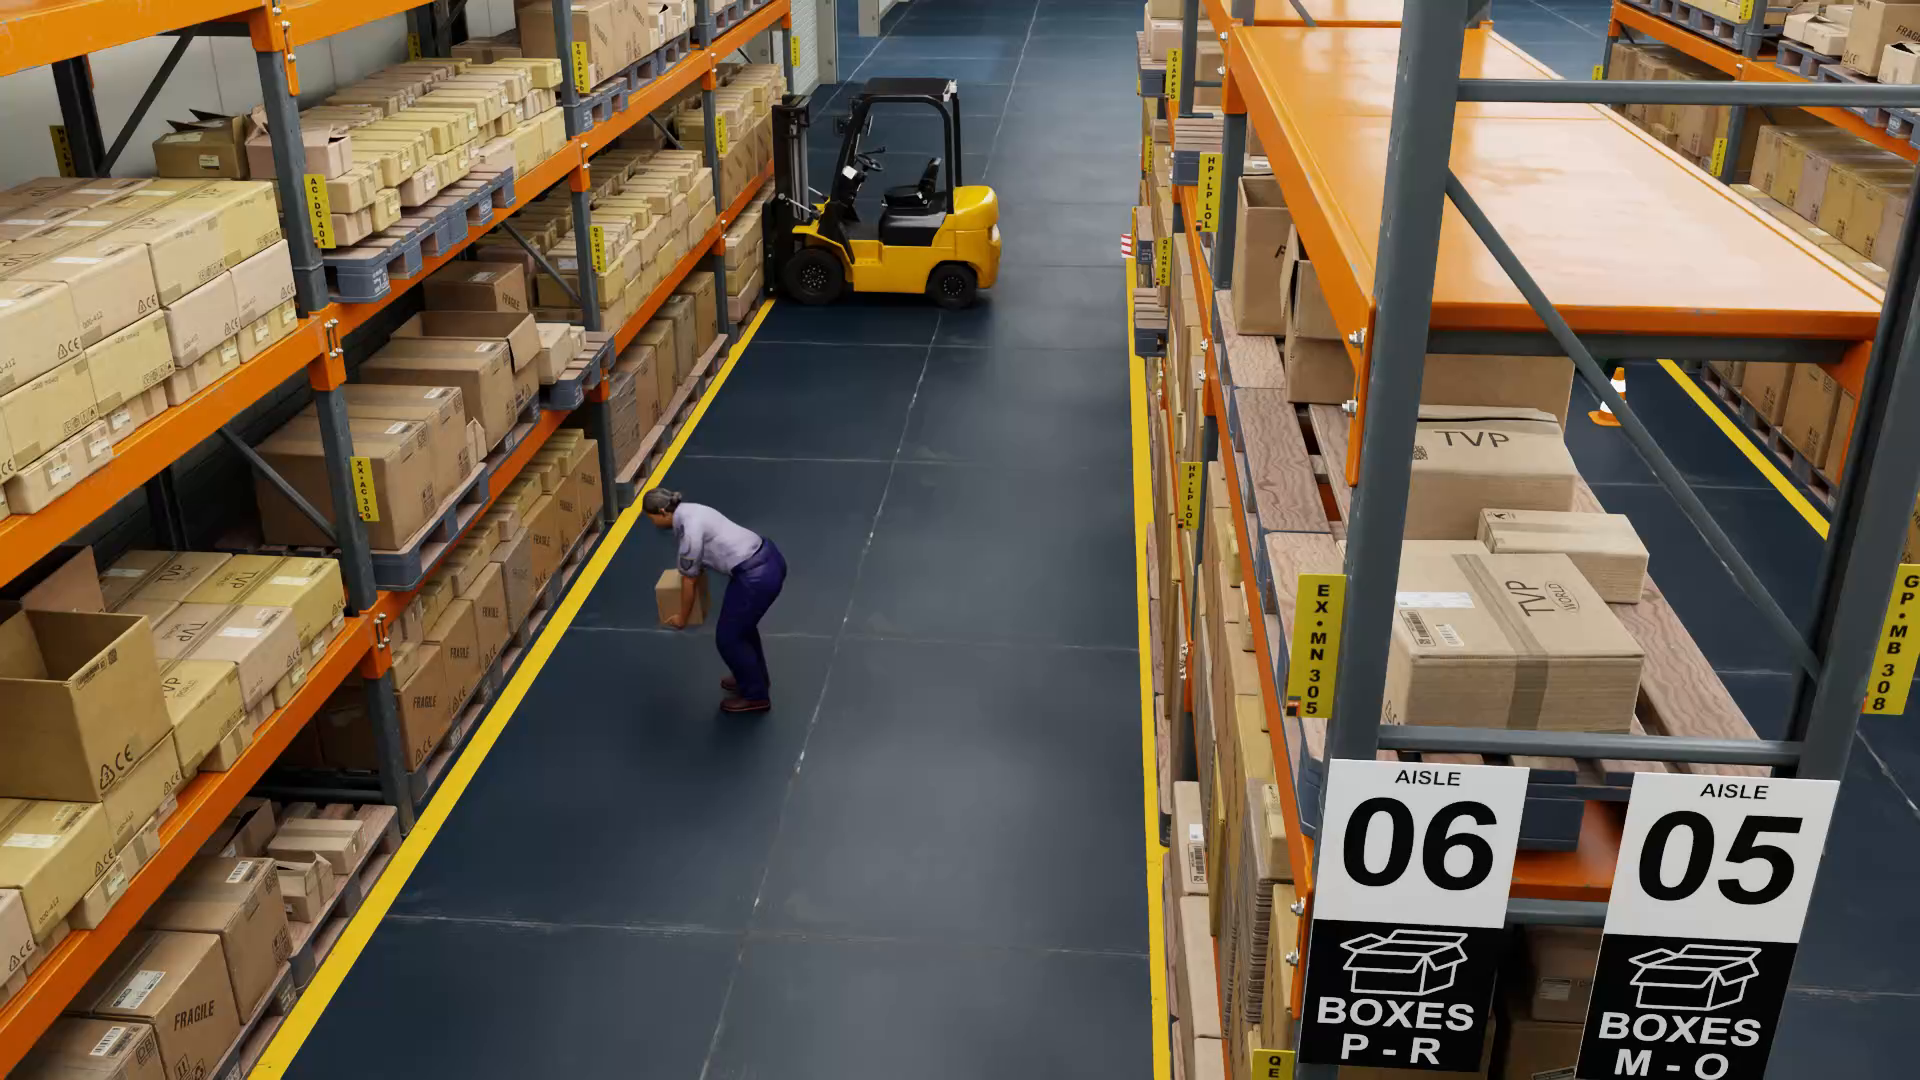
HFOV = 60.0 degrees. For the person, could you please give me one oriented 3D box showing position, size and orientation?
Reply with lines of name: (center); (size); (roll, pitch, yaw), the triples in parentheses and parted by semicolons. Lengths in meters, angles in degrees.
person: (-1.407, 0.323, 9.668); (0.794, 1.353, 0.455); (1, 25, 3)
